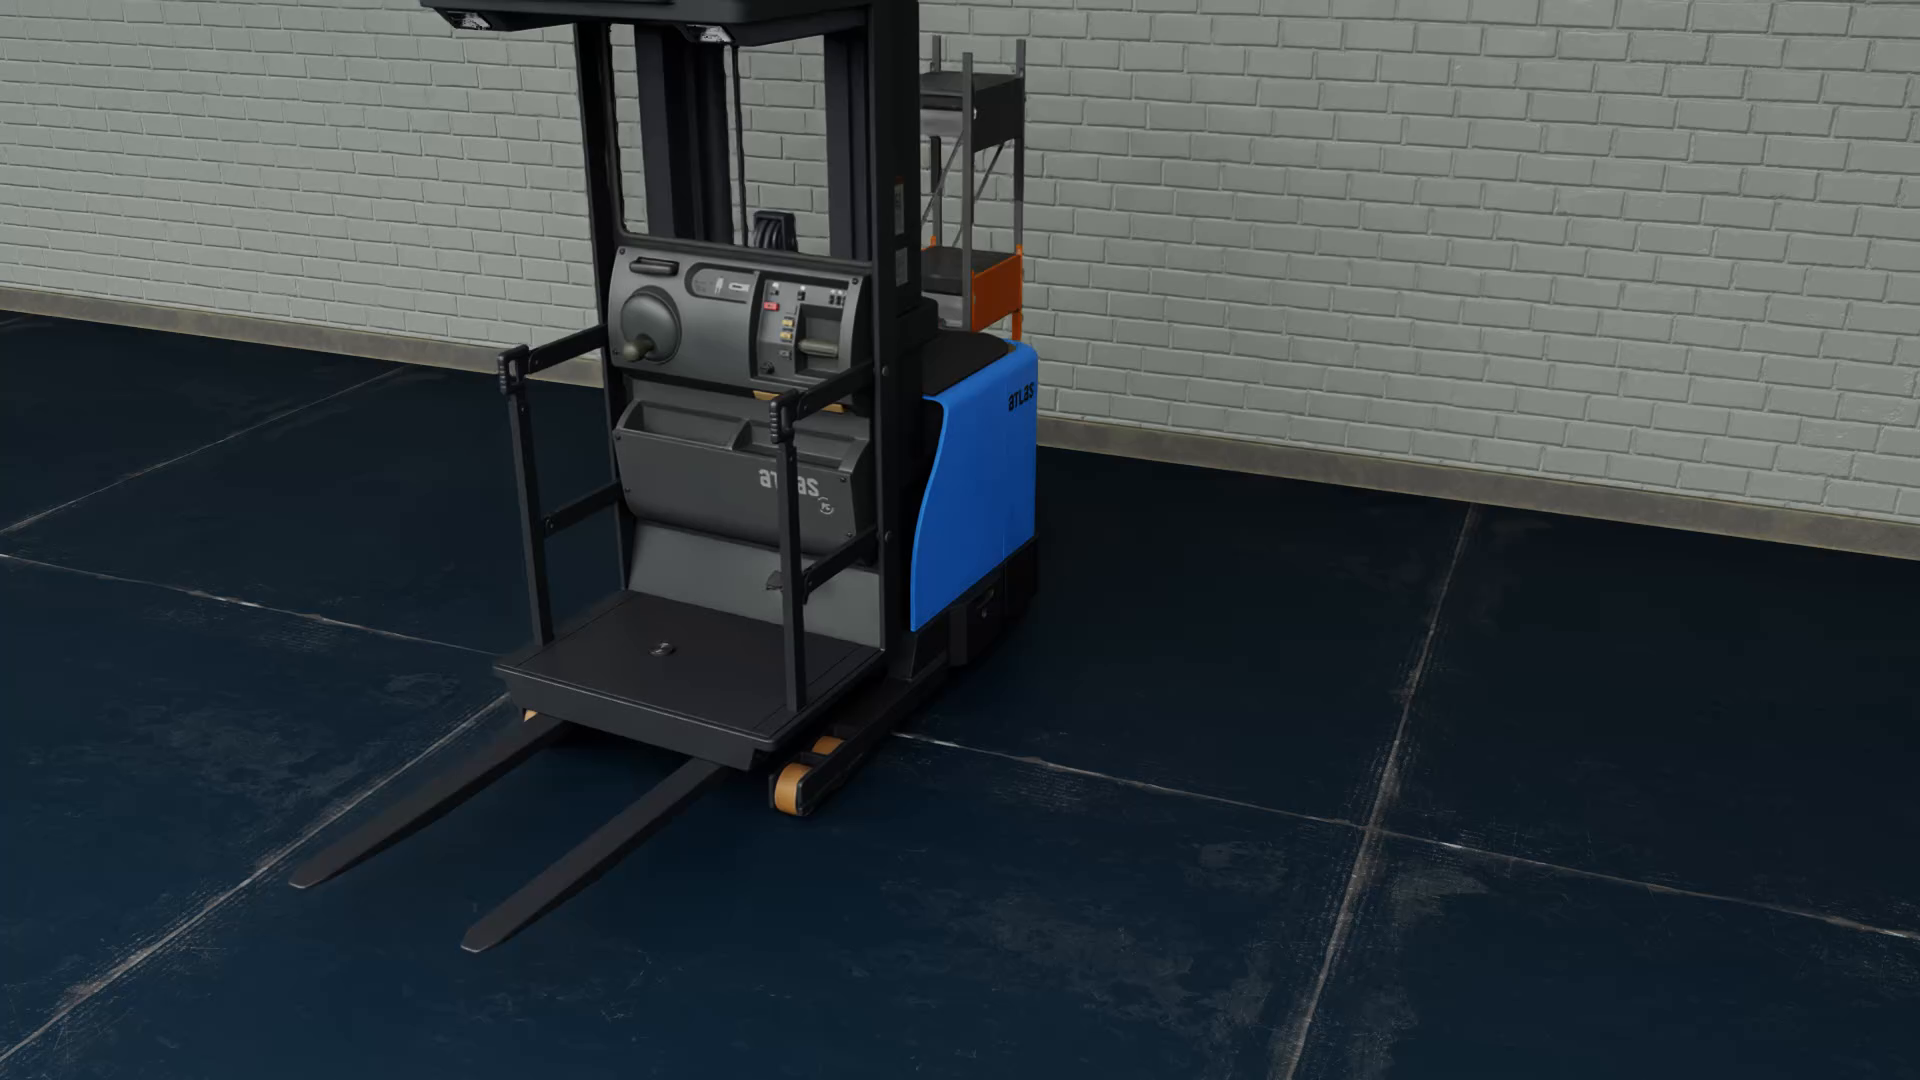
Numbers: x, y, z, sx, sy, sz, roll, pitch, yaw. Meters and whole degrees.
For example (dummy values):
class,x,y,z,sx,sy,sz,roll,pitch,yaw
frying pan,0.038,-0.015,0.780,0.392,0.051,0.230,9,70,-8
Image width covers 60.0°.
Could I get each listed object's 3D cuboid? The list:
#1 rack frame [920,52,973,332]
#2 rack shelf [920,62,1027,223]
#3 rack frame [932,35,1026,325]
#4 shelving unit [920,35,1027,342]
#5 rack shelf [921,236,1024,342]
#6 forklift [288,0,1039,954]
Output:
class,x,y,z,sx,sy,sz,roll,pitch,yaw
rack frame,-0.138,-0.836,6.527,0.400,2.100,0.015,10,25,23
rack shelf,-0.033,-1.554,6.466,0.431,0.518,0.480,10,25,23
rack frame,0.071,-1.006,6.935,0.400,2.100,0.015,10,25,23
shelving unit,-0.033,-0.921,6.731,0.431,2.100,0.503,10,25,23
rack shelf,-0.033,-0.909,6.736,0.431,0.518,0.480,10,25,23
forklift,-0.817,-0.685,5.088,1.130,2.935,3.031,11,25,25
